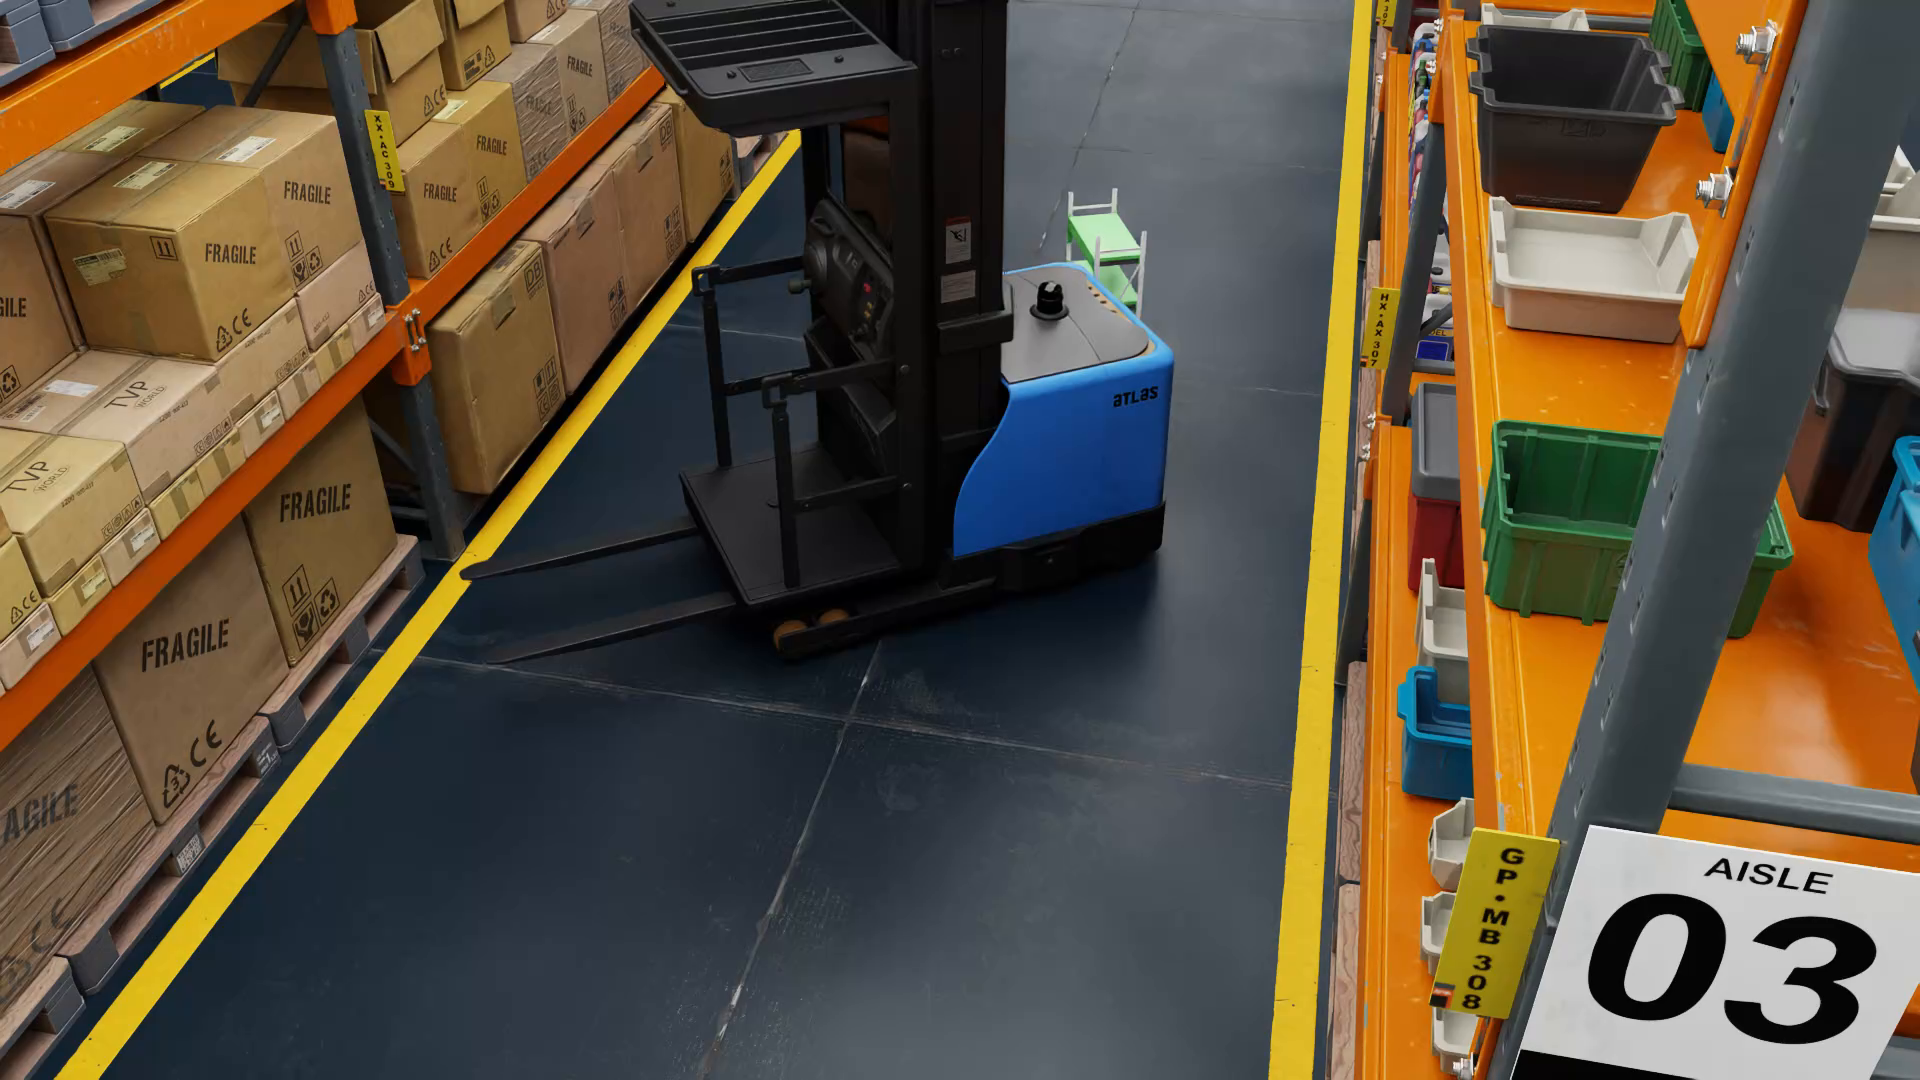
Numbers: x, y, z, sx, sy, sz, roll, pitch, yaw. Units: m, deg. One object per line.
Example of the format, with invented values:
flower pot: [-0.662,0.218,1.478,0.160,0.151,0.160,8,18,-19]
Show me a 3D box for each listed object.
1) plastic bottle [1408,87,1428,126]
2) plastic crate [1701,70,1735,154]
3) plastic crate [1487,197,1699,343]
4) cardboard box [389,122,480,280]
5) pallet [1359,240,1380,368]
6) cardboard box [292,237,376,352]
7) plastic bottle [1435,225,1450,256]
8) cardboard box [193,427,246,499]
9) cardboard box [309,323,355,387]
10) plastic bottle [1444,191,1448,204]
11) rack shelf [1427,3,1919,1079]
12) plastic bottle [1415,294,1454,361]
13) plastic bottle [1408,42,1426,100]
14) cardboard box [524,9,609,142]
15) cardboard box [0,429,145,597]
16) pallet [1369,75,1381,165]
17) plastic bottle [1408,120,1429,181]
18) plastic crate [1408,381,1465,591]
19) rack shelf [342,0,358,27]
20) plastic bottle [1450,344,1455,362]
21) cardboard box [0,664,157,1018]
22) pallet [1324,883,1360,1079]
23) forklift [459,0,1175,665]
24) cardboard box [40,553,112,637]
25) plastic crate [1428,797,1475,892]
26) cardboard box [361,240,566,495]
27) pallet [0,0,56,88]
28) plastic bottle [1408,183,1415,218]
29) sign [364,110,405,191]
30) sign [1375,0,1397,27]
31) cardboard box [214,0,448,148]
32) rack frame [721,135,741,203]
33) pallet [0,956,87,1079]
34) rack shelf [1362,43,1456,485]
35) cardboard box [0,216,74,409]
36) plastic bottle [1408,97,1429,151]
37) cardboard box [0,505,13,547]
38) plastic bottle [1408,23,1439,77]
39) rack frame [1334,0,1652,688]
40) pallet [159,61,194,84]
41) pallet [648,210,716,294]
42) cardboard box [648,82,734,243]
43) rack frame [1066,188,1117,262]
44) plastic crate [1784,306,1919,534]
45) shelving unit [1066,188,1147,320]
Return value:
plastic bottle: [2.322,-2.181,8.373,0.097,0.201,0.097,0,36,0]
plastic crate: [2.172,-1.166,4.389,0.416,0.233,0.300,7,37,10]
plastic crate: [1.399,-0.611,3.706,0.437,0.136,0.530,7,37,10]
cardboard box: [-2.441,-1.474,7.143,0.500,0.500,0.500,7,37,10]
pallet: [2.781,-1.288,9.347,1.003,0.211,1.213,7,37,10]
cardboard box: [-2.622,-0.975,6.414,0.500,0.250,0.500,7,36,9]
plastic bottle: [1.931,-1.129,6.793,0.144,0.351,0.185,7,37,10]
cardboard box: [-2.748,-0.294,5.814,0.380,0.149,0.250,8,37,11]
cardboard box: [-2.584,-0.736,6.424,0.380,0.149,0.250,8,37,11]
plastic bottle: [2.038,-1.373,7.194,0.152,0.276,0.135,7,37,10]
rack shelf: [1.628,-0.357,3.744,1.077,0.370,4.000,7,37,10]
plastic bottle: [1.823,-0.797,6.399,0.152,0.276,0.135,7,37,10]
plastic bottle: [2.386,-2.436,8.655,0.061,0.283,0.133,7,37,10]
cardboard box: [-2.122,-2.346,8.346,0.500,0.500,0.500,8,37,11]
cardboard box: [-2.950,-0.096,5.200,0.500,0.250,0.500,7,36,9]
pallet: [3.375,-2.881,11.546,1.003,0.211,1.213,7,37,10]
plastic bottle: [2.205,-1.821,7.812,0.152,0.276,0.135,7,37,10]
plastic crate: [1.619,-0.150,5.296,0.402,0.464,0.583,7,37,10]
rack shelf: [-2.357,-3.271,7.765,1.077,0.370,4.000,7,37,10]
plastic bottle: [1.949,-0.762,6.414,0.097,0.201,0.097,0,36,0]
cardboard box: [-3.385,0.883,5.428,0.875,0.875,0.875,7,37,10]
pallet: [1.677,1.676,5.257,1.003,0.211,1.213,7,37,10]
forklift: [-0.639,-1.034,6.679,3.031,2.935,1.130,-14,38,-18]
cardboard box: [-2.913,0.149,5.202,0.380,0.149,0.250,6,36,9]
plastic crate: [1.354,0.806,4.256,0.298,0.136,0.250,7,37,10]
cardboard box: [-2.667,-0.881,7.862,1.225,0.875,0.875,7,37,10]
pallet: [-3.232,-1.215,4.390,1.003,0.211,1.213,7,37,10]
plastic bottle: [2.085,-1.545,7.495,0.097,0.201,0.097,0,36,0]
sign: [-2.241,-1.515,6.480,0.100,0.325,0.005,7,37,10]
sign: [2.370,-3.005,9.201,0.100,0.325,0.005,7,37,10]
cardboard box: [-2.656,-2.015,7.035,0.797,0.503,0.637,6,36,9]
rack frame: [-1.930,-3.495,10.016,1.000,3.000,0.127,7,37,10]
pallet: [-3.544,1.753,5.152,1.003,0.211,1.213,7,37,10]
rack shelf: [2.482,-1.436,7.788,1.077,0.370,4.000,7,37,10]
cardboard box: [-3.355,-0.742,5.453,0.500,0.500,0.500,6,36,8]
plastic bottle: [2.252,-2.021,8.093,0.097,0.271,0.097,0,36,0]
cardboard box: [-3.060,-0.097,4.564,0.500,0.500,0.500,6,36,9]
plastic bottle: [2.501,-2.616,8.909,0.152,0.276,0.135,7,37,10]
rack frame: [2.055,-0.581,5.995,1.000,3.000,0.127,7,37,10]
pallet: [-6.511,-3.488,12.383,1.003,0.211,1.213,7,37,10]
pallet: [-2.172,-1.923,10.224,1.003,0.211,1.213,7,37,10]
cardboard box: [-2.097,-2.411,9.974,1.225,0.875,0.875,6,36,8]
rack frame: [0.643,-1.201,8.385,0.240,1.200,0.015,-7,37,-9]
plastic crate: [1.795,-0.318,3.130,0.504,0.338,0.767,7,37,10]
shelving unit: [0.692,-1.061,8.192,0.258,1.200,0.503,-7,37,-9]
